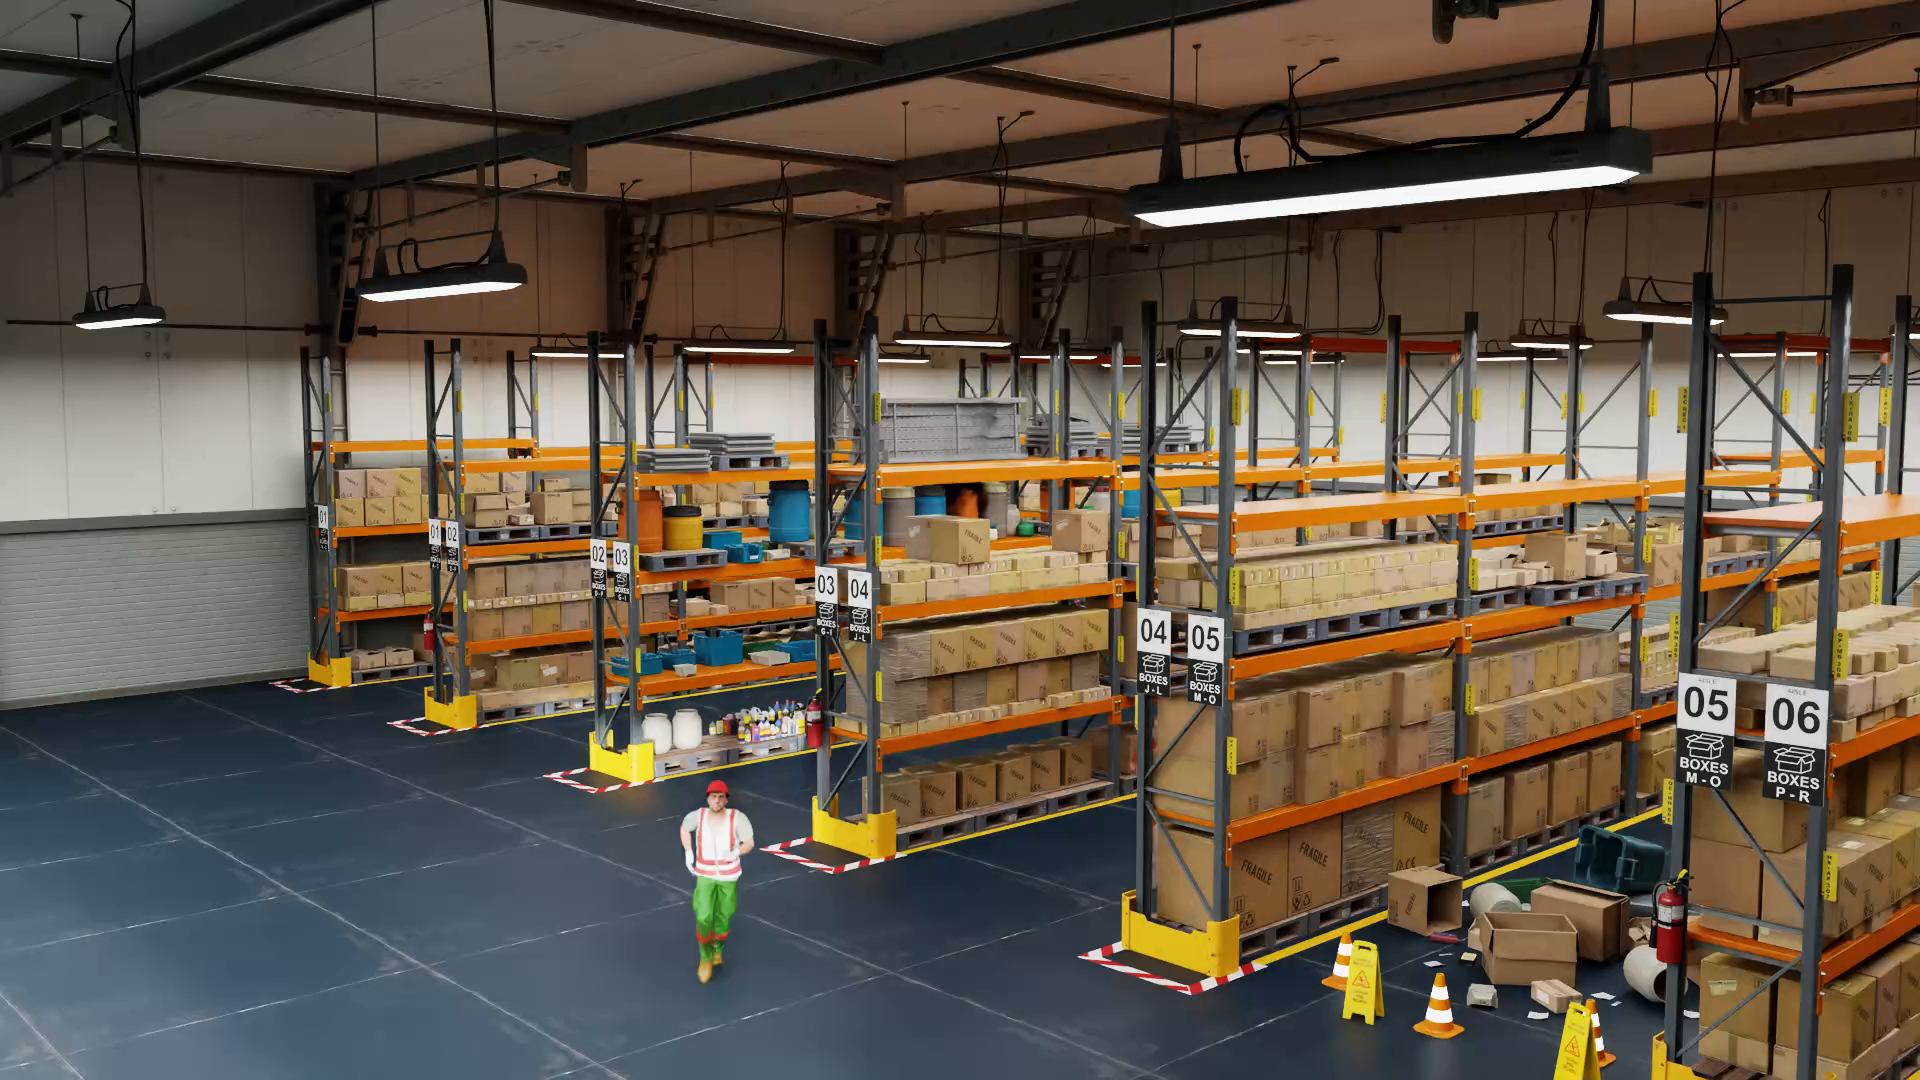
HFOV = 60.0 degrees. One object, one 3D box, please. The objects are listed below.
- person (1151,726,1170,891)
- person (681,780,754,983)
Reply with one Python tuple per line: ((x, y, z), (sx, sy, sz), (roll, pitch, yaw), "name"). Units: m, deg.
((2.141, 2.792, 17.603), (0.412, 1.715, 0.842), (5, 7, 45), "person")
((-2.139, 2.992, 14.701), (0.639, 1.785, 0.766), (-1, 5, -10), "person")
